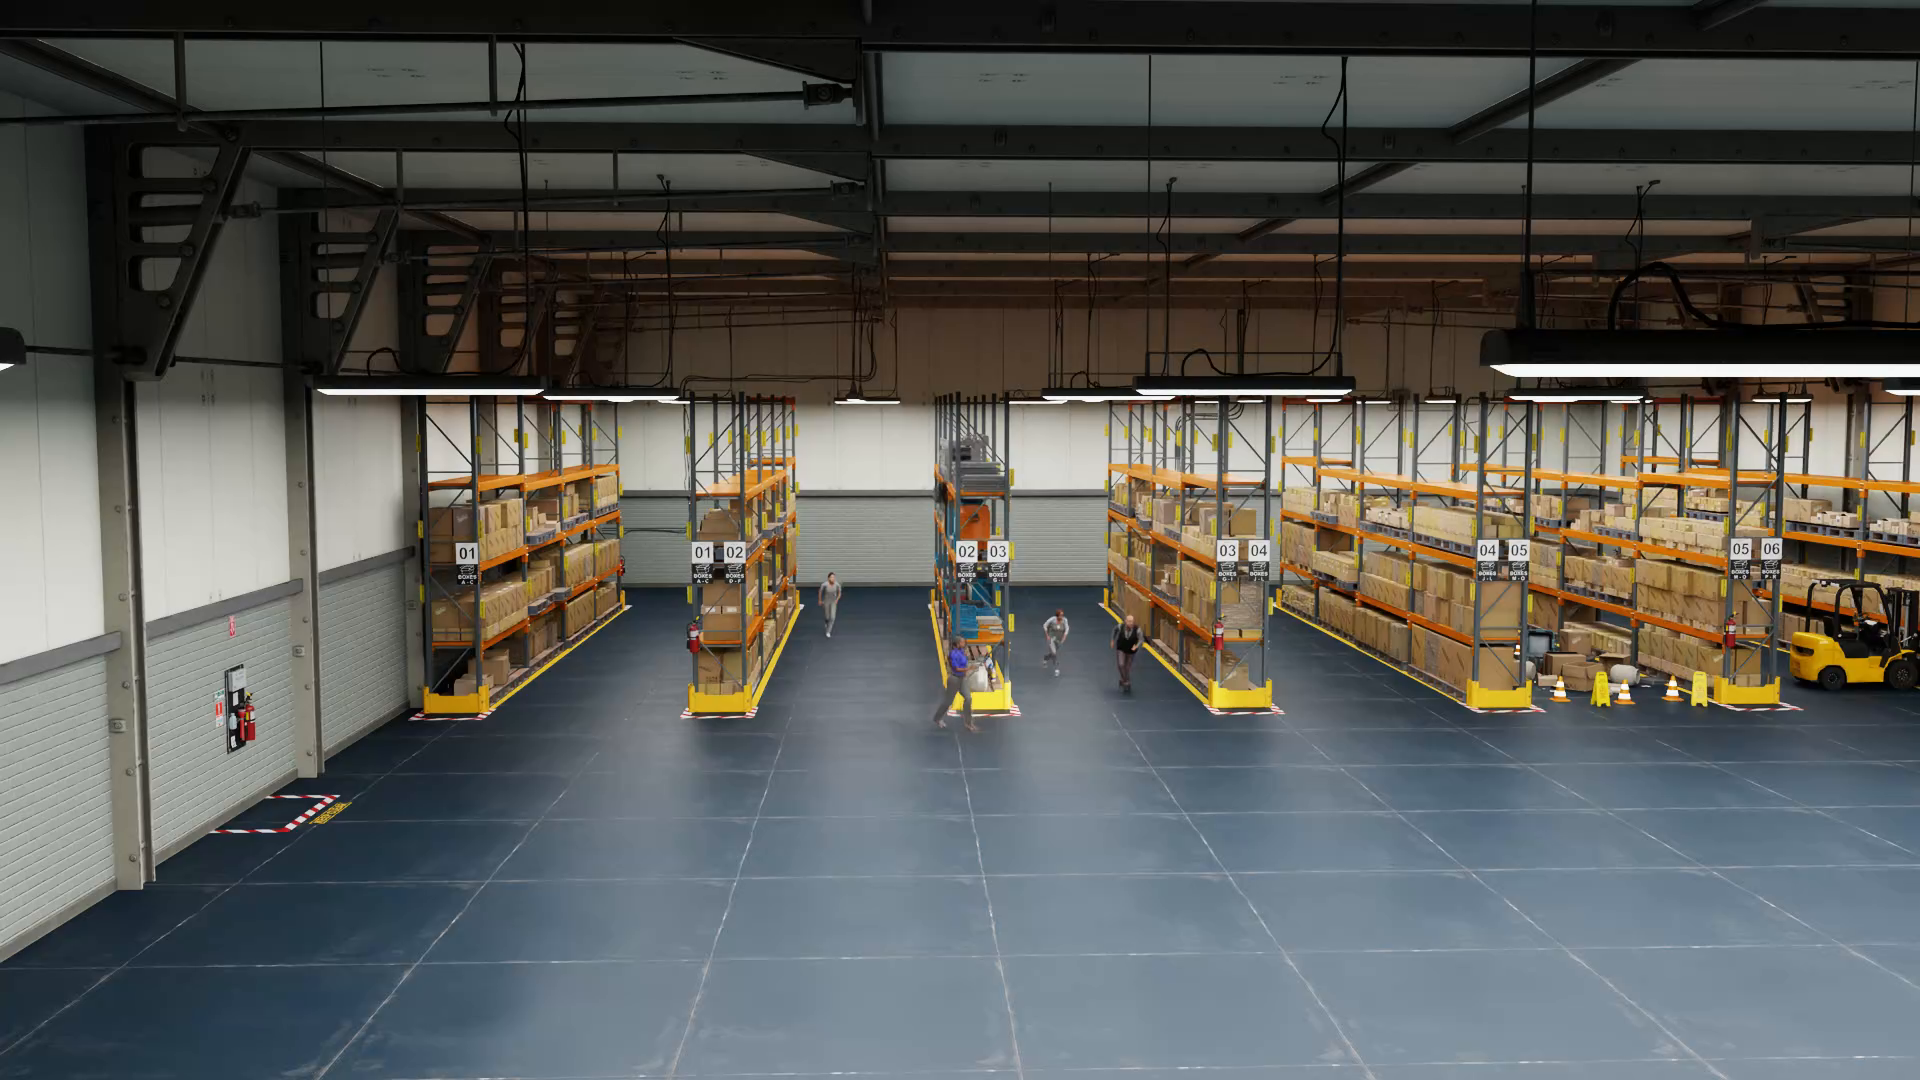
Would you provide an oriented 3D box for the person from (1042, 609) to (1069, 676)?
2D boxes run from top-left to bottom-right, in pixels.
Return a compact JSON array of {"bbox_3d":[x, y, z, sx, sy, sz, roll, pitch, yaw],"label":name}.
[{"bbox_3d":[2.015,2.156,35.747,0.531,1.454,0.974,-1,5,-16],"label":"person"}]

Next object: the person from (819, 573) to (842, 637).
[{"bbox_3d":[-3.254,1.599,41.601,0.560,1.604,0.628,-2,5,-18],"label":"person"}]

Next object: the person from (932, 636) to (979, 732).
[{"bbox_3d":[-0.082,2.530,29.341,0.829,1.694,0.533,2,5,24],"label":"person"}]

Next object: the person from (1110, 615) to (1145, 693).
[{"bbox_3d":[3.371,2.242,33.522,0.669,1.554,1.066,0,5,1],"label":"person"}]
